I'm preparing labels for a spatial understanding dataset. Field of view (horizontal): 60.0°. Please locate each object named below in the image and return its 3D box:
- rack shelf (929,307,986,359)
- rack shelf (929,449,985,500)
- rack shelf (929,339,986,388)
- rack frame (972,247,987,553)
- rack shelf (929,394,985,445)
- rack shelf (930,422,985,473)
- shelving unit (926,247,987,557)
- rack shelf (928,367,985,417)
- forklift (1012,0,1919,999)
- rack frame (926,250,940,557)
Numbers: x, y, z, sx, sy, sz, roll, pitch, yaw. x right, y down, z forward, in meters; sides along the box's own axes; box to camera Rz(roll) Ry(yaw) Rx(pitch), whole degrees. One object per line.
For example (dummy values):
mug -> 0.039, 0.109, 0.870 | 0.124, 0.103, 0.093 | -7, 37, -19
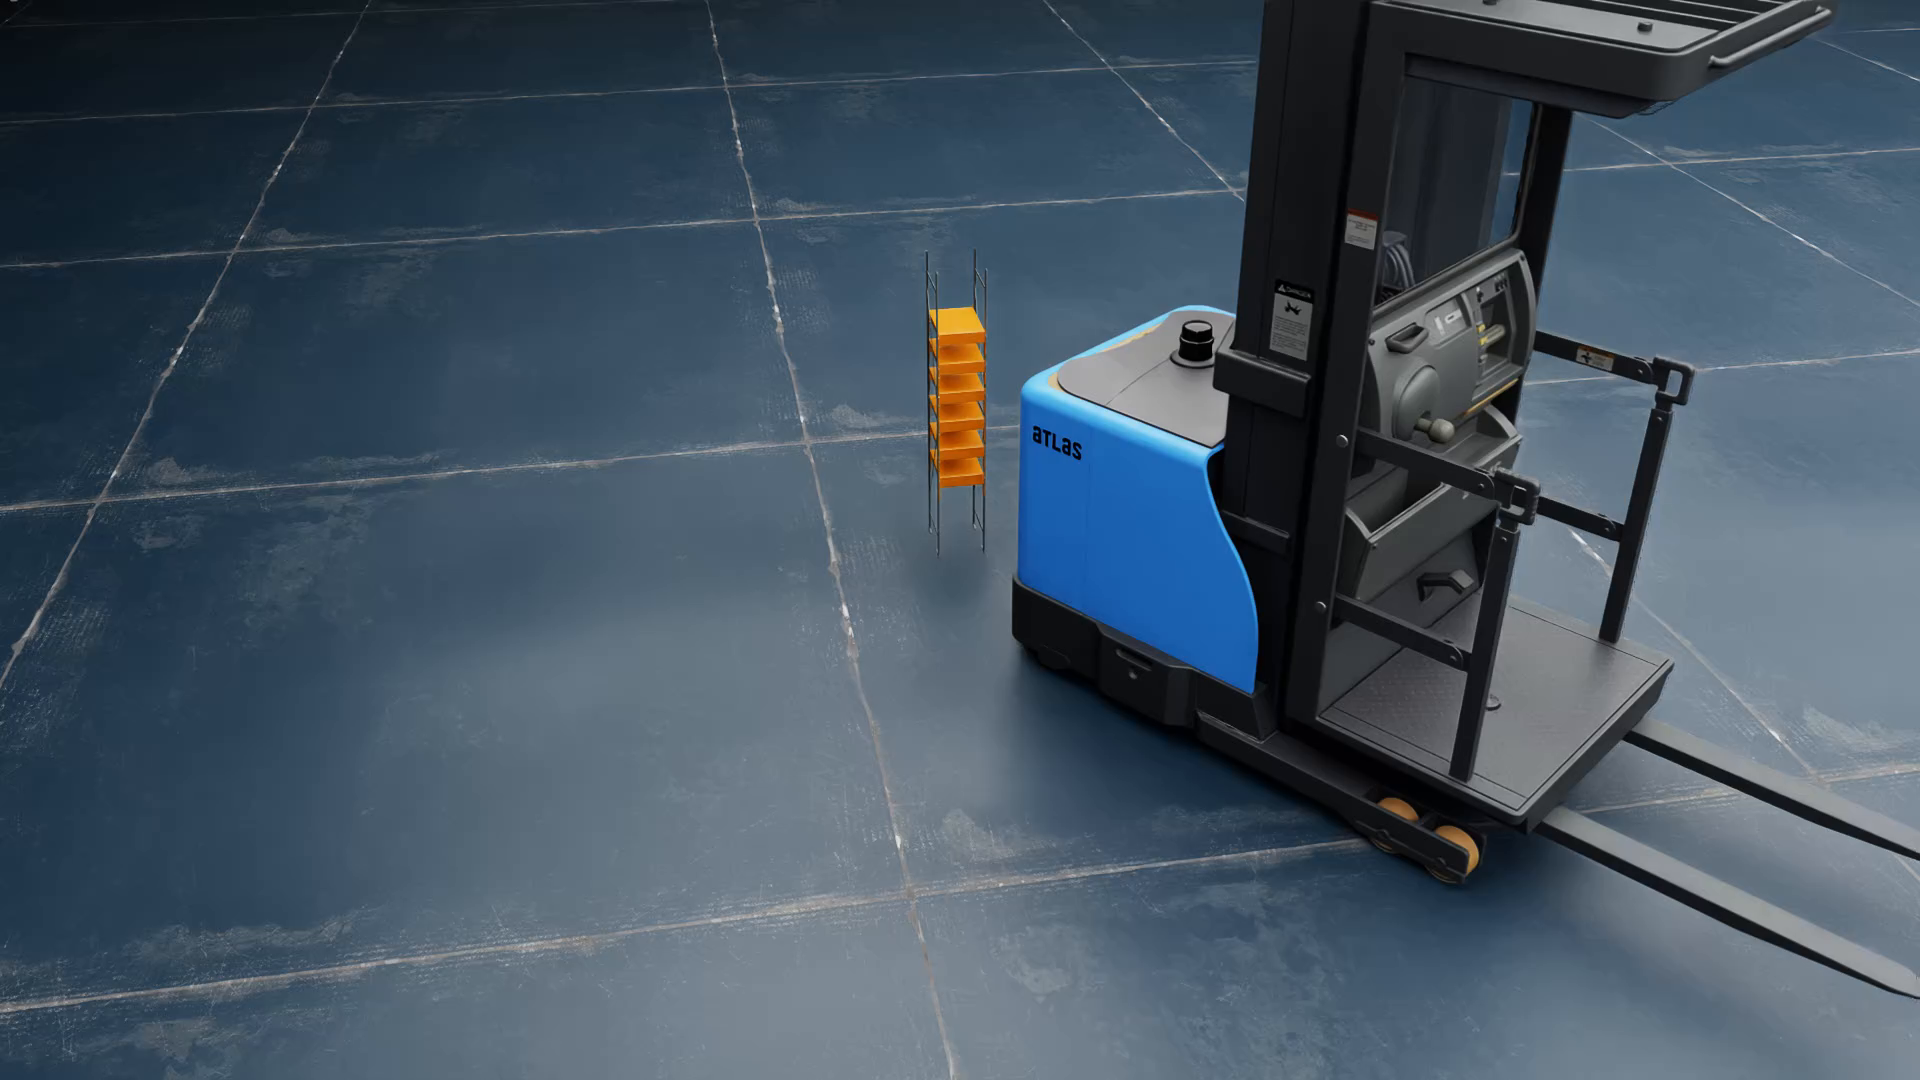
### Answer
rack shelf -> -0.014, -0.788, 6.284 | 0.180, 0.103, 0.258 | -5, 31, -9
rack shelf -> -0.014, -0.271, 6.588 | 0.180, 0.103, 0.258 | -5, 31, -9
rack shelf -> -0.014, -0.684, 6.344 | 0.180, 0.103, 0.258 | -5, 31, -9
rack frame -> 0.076, -0.524, 6.458 | 0.006, 1.200, 0.240 | -5, 31, -9
rack shelf -> -0.014, -0.478, 6.466 | 0.180, 0.103, 0.258 | -5, 31, -9
rack shelf -> -0.014, -0.374, 6.527 | 0.180, 0.103, 0.258 | -5, 31, -9
shelving unit -> -0.014, -0.516, 6.444 | 0.189, 1.200, 0.258 | -5, 31, -9
rack shelf -> -0.014, -0.581, 6.405 | 0.180, 0.103, 0.258 | -5, 31, -9
forklift -> 1.607, -0.535, 4.768 | 3.031, 2.935, 1.130 | 25, 39, 36
rack frame -> -0.104, -0.508, 6.429 | 0.006, 1.200, 0.240 | -5, 31, -9
